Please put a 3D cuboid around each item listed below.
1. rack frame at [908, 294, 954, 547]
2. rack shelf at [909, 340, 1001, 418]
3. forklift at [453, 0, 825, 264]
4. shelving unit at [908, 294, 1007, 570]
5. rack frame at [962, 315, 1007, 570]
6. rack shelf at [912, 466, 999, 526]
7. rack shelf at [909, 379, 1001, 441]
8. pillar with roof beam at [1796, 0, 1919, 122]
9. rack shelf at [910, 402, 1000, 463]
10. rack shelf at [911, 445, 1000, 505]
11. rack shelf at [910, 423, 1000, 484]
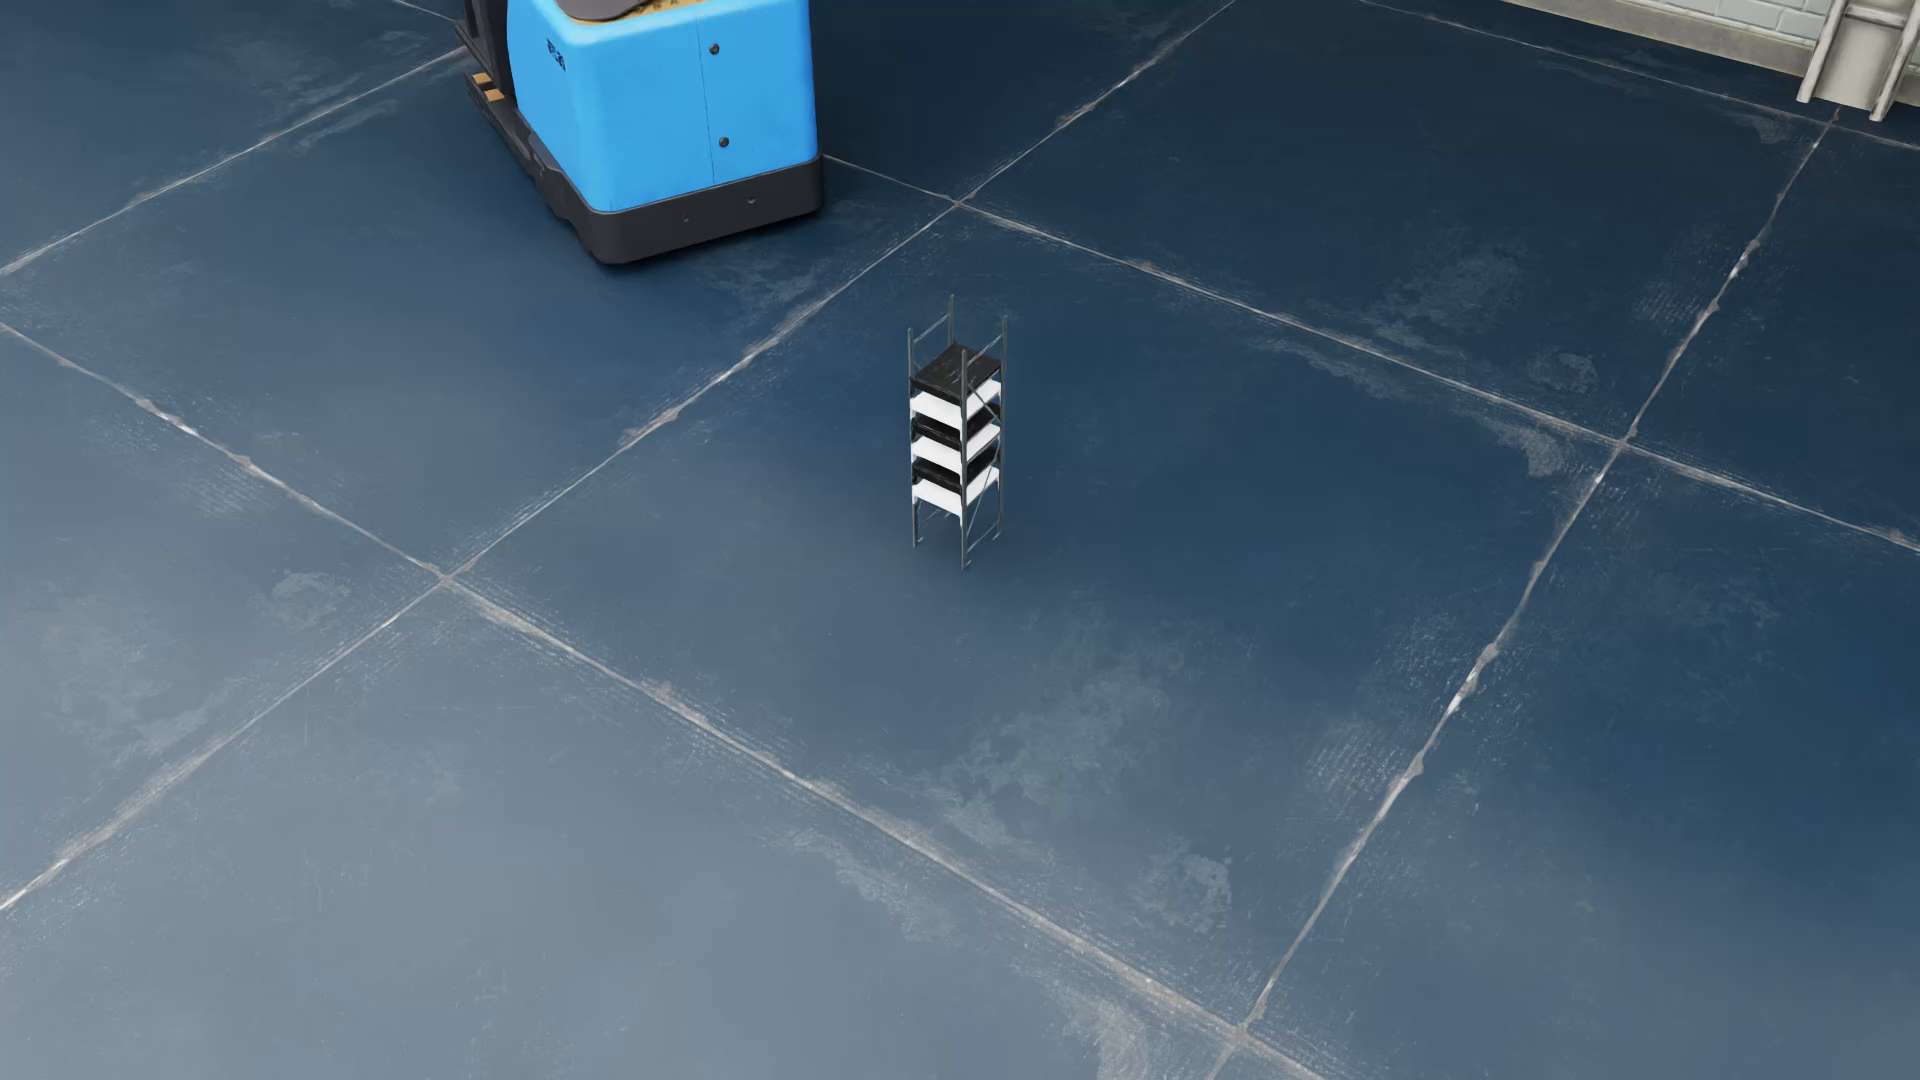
[{"bbox_3d":[-0.090,-0.377,5.497,0.006,0.900,0.240,25,48,25],"label":"rack frame"},{"bbox_3d":[-0.007,-0.515,5.296,0.200,0.077,0.258,25,48,25],"label":"rack shelf"},{"bbox_3d":[-1.743,-3.216,7.146,1.130,2.935,3.031,-20,46,-21],"label":"forklift"},{"bbox_3d":[-0.007,-0.338,5.453,0.210,0.900,0.258,25,48,25],"label":"shelving unit"},{"bbox_3d":[0.077,-0.300,5.410,0.006,0.900,0.240,25,48,25],"label":"rack frame"},{"bbox_3d":[-0.007,-0.179,5.596,0.200,0.077,0.258,25,48,25],"label":"rack shelf"},{"bbox_3d":[-0.007,-0.448,5.356,0.200,0.077,0.258,25,48,25],"label":"rack shelf"},{"bbox_3d":[1.881,-3.171,2.546,0.400,9.000,9.100,25,48,25],"label":"pillar with roof beam"},{"bbox_3d":[-0.007,-0.381,5.416,0.200,0.077,0.258,25,48,25],"label":"rack shelf"},{"bbox_3d":[-0.007,-0.247,5.536,0.200,0.077,0.258,25,48,25],"label":"rack shelf"},{"bbox_3d":[-0.007,-0.314,5.476,0.200,0.077,0.258,25,48,25],"label":"rack shelf"}]
